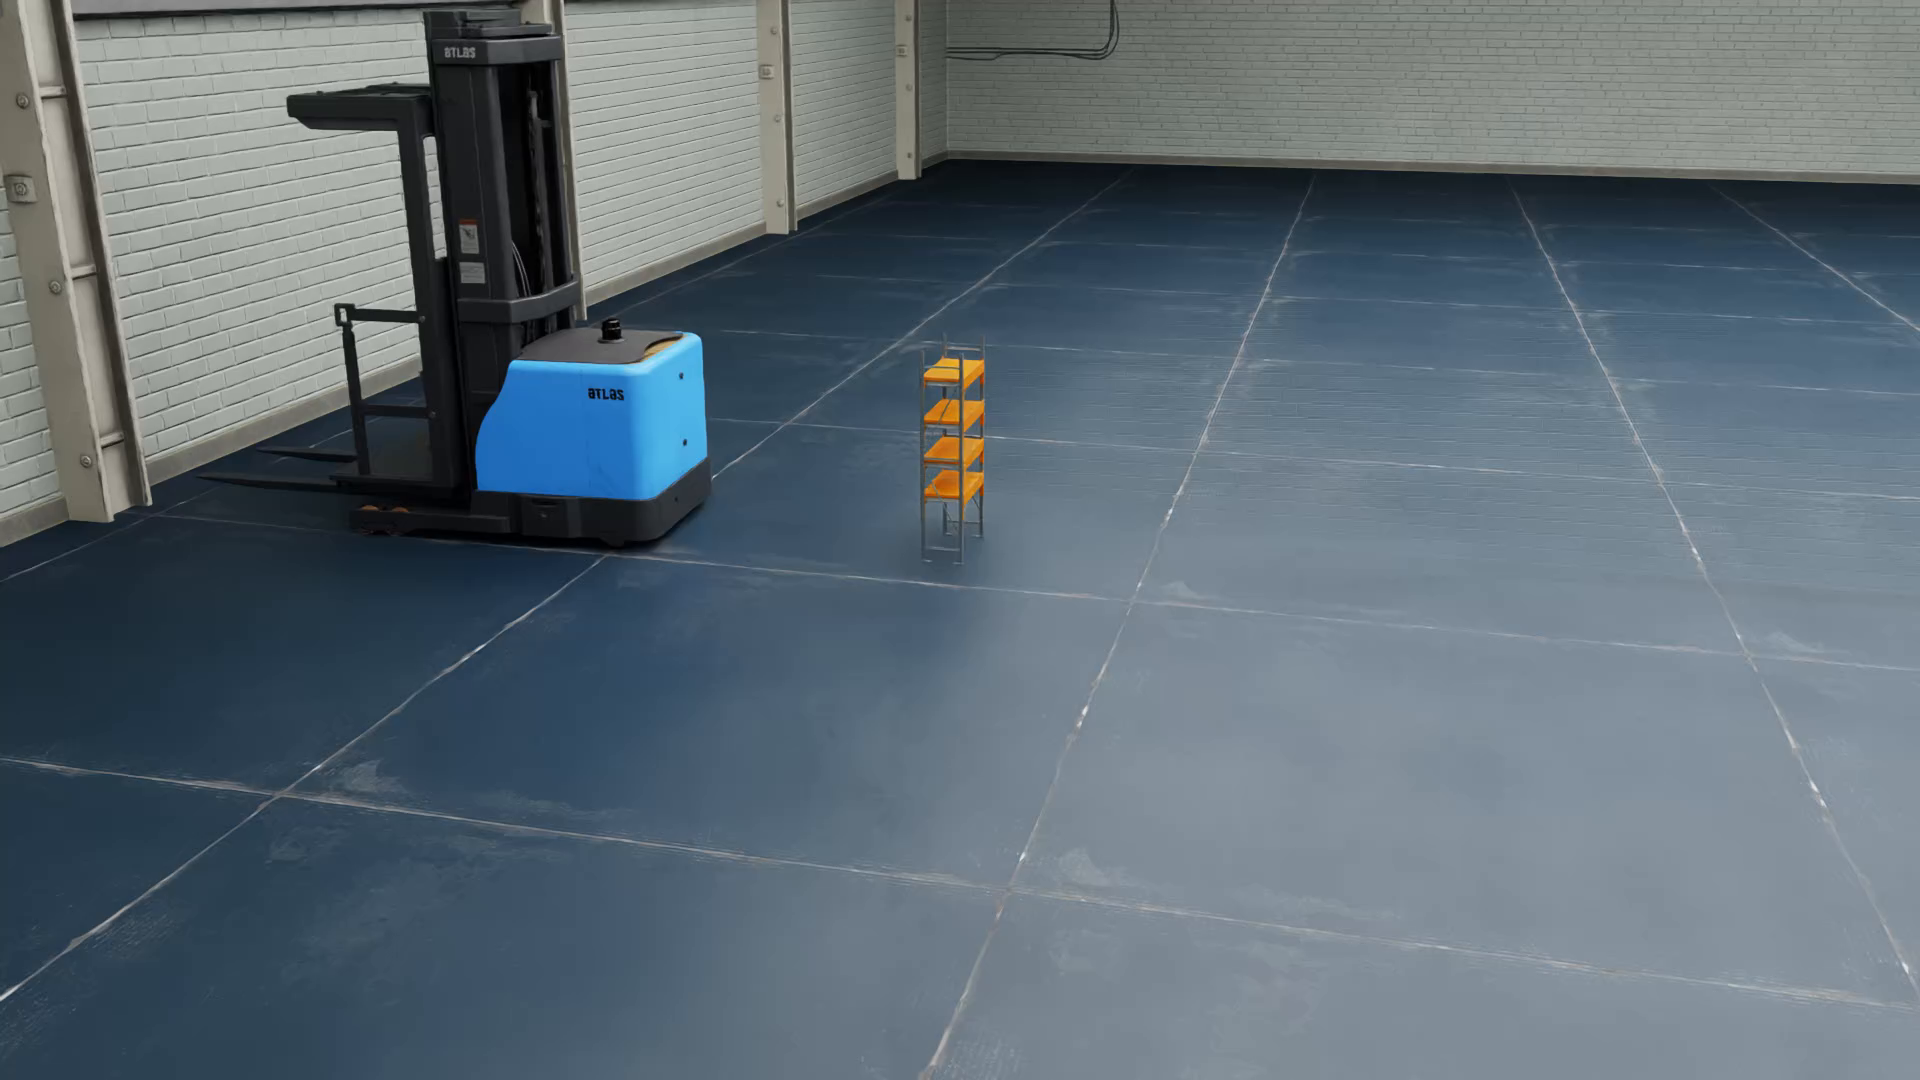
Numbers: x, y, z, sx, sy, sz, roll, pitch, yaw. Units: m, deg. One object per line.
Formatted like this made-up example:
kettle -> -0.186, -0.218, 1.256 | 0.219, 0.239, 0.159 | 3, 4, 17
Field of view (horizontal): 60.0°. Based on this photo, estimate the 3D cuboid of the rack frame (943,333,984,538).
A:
rack frame -> 0.019, -0.592, 9.566 | 0.240, 1.200, 0.015 | 5, 19, 13

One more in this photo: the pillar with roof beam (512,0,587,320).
pillar with roof beam -> 0.424, -5.975, 13.259 | 9.100, 9.000, 0.400 | 5, 19, 13

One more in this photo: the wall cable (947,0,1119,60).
wall cable -> 1.183, -9.426, 28.165 | 3.097, 2.526, 0.112 | 5, 19, 13

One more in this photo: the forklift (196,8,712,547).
forklift -> -3.112, -1.571, 9.752 | 3.031, 2.935, 1.130 | 4, 19, 11

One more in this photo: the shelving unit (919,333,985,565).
shelving unit -> -0.040, -0.516, 9.342 | 0.258, 1.200, 0.503 | 5, 19, 13

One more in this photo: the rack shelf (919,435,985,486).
rack shelf -> -0.040, -0.452, 9.363 | 0.258, 0.148, 0.480 | 5, 19, 13

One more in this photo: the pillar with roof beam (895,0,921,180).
pillar with roof beam -> 3.355, -9.736, 24.270 | 9.100, 9.000, 0.400 | 5, 19, 13

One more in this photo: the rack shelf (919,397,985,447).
rack shelf -> -0.040, -0.664, 9.291 | 0.258, 0.148, 0.480 | 5, 19, 13

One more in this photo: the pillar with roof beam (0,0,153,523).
pillar with roof beam -> -1.042, -4.094, 7.753 | 9.100, 9.000, 0.400 | 5, 19, 13

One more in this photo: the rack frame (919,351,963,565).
rack frame -> -0.100, -0.439, 9.118 | 0.240, 1.200, 0.015 | 5, 19, 13

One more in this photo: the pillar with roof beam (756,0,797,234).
pillar with roof beam -> 1.889, -7.856, 18.764 | 9.100, 9.000, 0.400 | 5, 19, 13

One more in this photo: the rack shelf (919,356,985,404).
rack shelf -> -0.040, -0.888, 9.215 | 0.258, 0.148, 0.480 | 5, 19, 13

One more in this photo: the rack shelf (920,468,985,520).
rack shelf -> -0.040, -0.264, 9.428 | 0.258, 0.148, 0.480 | 5, 19, 13
